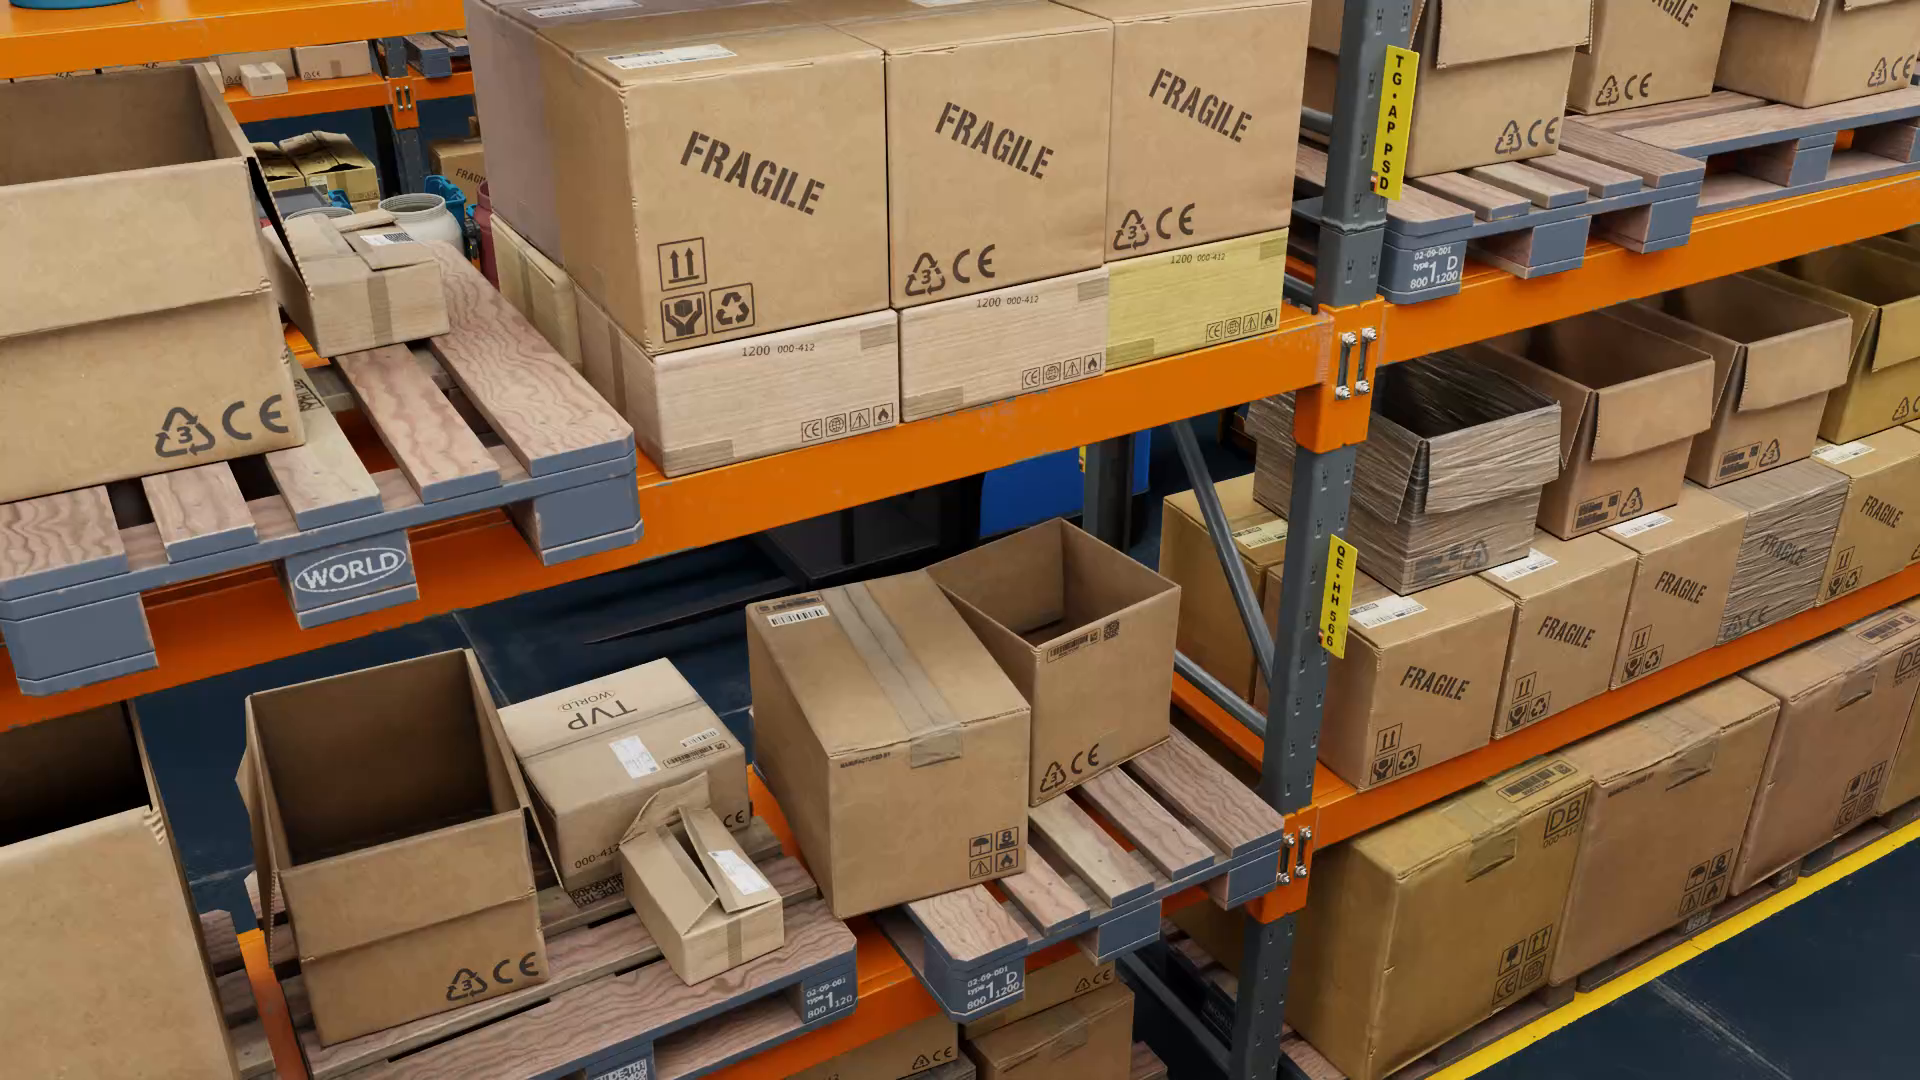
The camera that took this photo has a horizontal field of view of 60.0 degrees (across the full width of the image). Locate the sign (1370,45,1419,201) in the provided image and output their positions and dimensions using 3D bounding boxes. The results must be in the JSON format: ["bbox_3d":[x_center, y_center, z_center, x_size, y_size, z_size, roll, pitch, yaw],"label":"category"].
[{"bbox_3d":[0.955,-0.918,3.670,0.005,0.325,0.100,-16,33,-26],"label":"sign"}]

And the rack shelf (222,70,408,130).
[{"bbox_3d":[-6.058,-2.928,11.696,4.000,0.370,1.077,-16,33,-26],"label":"rack shelf"}]

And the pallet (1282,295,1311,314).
[{"bbox_3d":[2.236,-1.623,11.472,1.213,0.211,1.003,-16,33,-26],"label":"pallet"}]

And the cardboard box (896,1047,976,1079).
[{"bbox_3d":[-0.358,1.610,4.860,0.500,0.500,0.700,-19,34,-30],"label":"cardboard box"}]

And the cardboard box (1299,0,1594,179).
[{"bbox_3d":[1.171,-1.327,4.404,0.637,0.503,0.797,-14,32,-23],"label":"cardboard box"}]

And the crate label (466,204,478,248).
[{"bbox_3d":[-2.381,-1.648,8.806,0.416,0.233,0.303,-16,33,-26],"label":"crate label"}]

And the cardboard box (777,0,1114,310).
[{"bbox_3d":[-0.039,-0.830,3.424,0.500,0.500,0.500,-16,33,-26],"label":"cardboard box"}]

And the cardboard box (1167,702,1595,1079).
[{"bbox_3d":[1.287,0.981,5.633,0.875,0.875,1.225,-17,33,-29],"label":"cardboard box"}]

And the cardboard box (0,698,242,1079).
[{"bbox_3d":[-2.011,0.791,3.156,1.000,1.000,1.000,-16,33,-26],"label":"cardboard box"}]

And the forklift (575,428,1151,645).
[{"bbox_3d":[-0.545,-1.130,7.765,3.031,2.935,1.130,-16,33,-26],"label":"forklift"}]

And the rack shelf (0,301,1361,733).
[{"bbox_3d":[-1.043,-0.114,3.492,4.000,0.370,1.077,-16,33,-26],"label":"rack shelf"}]

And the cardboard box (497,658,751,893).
[{"bbox_3d":[-0.880,0.591,4.295,0.500,0.250,0.500,-17,33,-28],"label":"cardboard box"}]

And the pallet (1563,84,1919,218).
[{"bbox_3d":[2.173,-1.291,5.075,1.213,0.211,1.003,-14,32,-24],"label":"pallet"}]

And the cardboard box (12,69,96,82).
[{"bbox_3d":[-6.226,-3.230,11.395,0.500,0.500,0.500,-16,33,-26],"label":"cardboard box"}]

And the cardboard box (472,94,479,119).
[{"bbox_3d":[-3.600,-3.502,13.346,0.500,0.250,0.500,-15,32,-24],"label":"cardboard box"}]

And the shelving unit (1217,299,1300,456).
[{"bbox_3d":[1.257,-1.010,9.027,1.083,1.500,0.587,-16,33,-26],"label":"shelving unit"}]

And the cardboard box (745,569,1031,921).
[{"bbox_3d":[-0.194,0.494,4.212,0.500,0.500,0.700,-11,31,-19],"label":"cardboard box"}]

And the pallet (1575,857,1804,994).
[{"bbox_3d":[2.450,1.157,6.434,1.213,0.211,1.003,-16,33,-26],"label":"pallet"}]

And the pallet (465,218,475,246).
[{"bbox_3d":[-3.671,-2.679,13.386,1.213,0.211,1.003,-16,33,-26],"label":"pallet"}]

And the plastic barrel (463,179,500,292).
[{"bbox_3d":[-2.074,-1.488,8.202,0.708,0.536,0.600,-16,33,-26],"label":"plastic barrel"}]

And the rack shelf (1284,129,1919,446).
[{"bbox_3d":[2.406,-1.093,5.266,4.000,0.370,1.077,-16,33,-26],"label":"rack shelf"}]

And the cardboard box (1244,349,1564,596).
[{"bbox_3d":[1.320,-0.260,4.976,0.637,0.503,0.797,-15,32,-25],"label":"cardboard box"}]

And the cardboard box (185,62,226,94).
[{"bbox_3d":[-5.405,-3.287,11.862,0.250,0.149,0.380,-13,32,-23],"label":"cardboard box"}]

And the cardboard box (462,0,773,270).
[{"bbox_3d":[-0.723,-0.925,3.596,0.500,0.500,0.500,-17,33,-28],"label":"cardboard box"}]

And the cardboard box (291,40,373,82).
[{"bbox_3d":[-4.669,-3.623,12.303,0.500,0.311,0.500,-14,32,-23],"label":"cardboard box"}]

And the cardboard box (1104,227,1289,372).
[{"bbox_3d":[0.396,-0.634,3.846,0.500,0.250,0.500,-16,33,-26],"label":"cardboard box"}]

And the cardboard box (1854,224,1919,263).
[{"bbox_3d":[3.584,-0.908,6.148,0.637,0.503,0.797,-17,33,-28],"label":"cardboard box"}]

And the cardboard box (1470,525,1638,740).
[{"bbox_3d":[1.682,0.218,5.147,0.500,0.500,0.500,-17,33,-28],"label":"cardboard box"}]

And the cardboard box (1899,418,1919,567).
[{"bbox_3d":[3.435,-0.282,6.052,0.500,0.500,0.500,-15,32,-25],"label":"cardboard box"}]

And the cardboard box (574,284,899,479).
[{"bbox_3d":[-0.459,-0.385,3.395,0.500,0.250,0.500,-15,32,-25],"label":"cardboard box"}]

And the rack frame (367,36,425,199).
[{"bbox_3d":[-4.334,-3.733,12.410,0.127,3.000,1.000,-16,33,-26],"label":"rack frame"}]

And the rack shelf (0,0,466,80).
[{"bbox_3d":[-3.552,-2.177,7.231,4.000,0.370,1.077,-16,33,-26],"label":"rack shelf"}]

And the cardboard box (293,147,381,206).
[{"bbox_3d":[-4.661,-2.728,12.419,0.500,0.311,0.500,-15,32,-25],"label":"cardboard box"}]

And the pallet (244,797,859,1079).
[{"bbox_3d":[-1.004,0.980,4.068,1.213,0.211,1.003,-16,33,-26],"label":"pallet"}]

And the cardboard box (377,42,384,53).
[{"bbox_3d":[-6.146,-5.164,16.792,0.750,0.750,0.750,-16,33,-27],"label":"cardboard box"}]

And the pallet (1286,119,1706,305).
[{"bbox_3d":[1.210,-1.016,4.577,1.003,0.211,1.213,-14,32,-24],"label":"pallet"}]

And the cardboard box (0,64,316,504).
[{"bbox_3d":[-1.500,-0.473,2.857,0.637,0.503,0.797,-14,32,-24],"label":"cardboard box"}]

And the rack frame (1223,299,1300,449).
[{"bbox_3d":[1.689,-1.130,9.246,0.032,1.500,0.500,-16,33,-26],"label":"rack frame"}]

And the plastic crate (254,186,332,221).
[{"bbox_3d":[-3.376,-1.428,8.168,0.583,0.464,0.402,-16,33,-26],"label":"plastic crate"}]

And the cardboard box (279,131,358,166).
[{"bbox_3d":[-4.934,-2.953,12.826,0.500,0.311,0.500,-15,32,-25],"label":"cardboard box"}]

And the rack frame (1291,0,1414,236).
[{"bbox_3d":[0.682,-2.232,3.481,0.127,3.000,1.000,-16,33,-26],"label":"rack frame"}]

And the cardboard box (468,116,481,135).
[{"bbox_3d":[-3.646,-3.158,13.499,0.500,0.500,0.500,-15,32,-24],"label":"cardboard box"}]

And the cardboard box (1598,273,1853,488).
[{"bbox_3d":[2.458,-0.586,5.565,0.637,0.503,0.797,-15,32,-25],"label":"cardboard box"}]

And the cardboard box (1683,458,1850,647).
[{"bbox_3d":[2.554,-0.030,5.597,0.500,0.500,0.500,-16,33,-26],"label":"cardboard box"}]

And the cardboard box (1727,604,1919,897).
[{"bbox_3d":[2.819,0.546,6.420,0.875,0.875,1.225,-17,33,-28],"label":"cardboard box"}]

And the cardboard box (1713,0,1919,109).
[{"bbox_3d":[2.432,-1.657,5.001,0.637,0.503,0.797,-16,33,-27],"label":"cardboard box"}]

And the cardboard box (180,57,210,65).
[{"bbox_3d":[-7.441,-4.696,16.286,0.500,0.500,0.700,-15,32,-26],"label":"cardboard box"}]

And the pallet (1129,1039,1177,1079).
[{"bbox_3d":[0.007,1.806,5.258,1.213,0.211,1.003,-16,33,-26],"label":"pallet"}]

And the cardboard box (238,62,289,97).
[{"bbox_3d":[-4.969,-3.288,11.863,0.250,0.149,0.380,-16,33,-26],"label":"cardboard box"}]

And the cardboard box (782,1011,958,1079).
[{"bbox_3d":[-0.333,1.279,4.684,0.500,0.250,0.500,-12,31,-21],"label":"cardboard box"}]

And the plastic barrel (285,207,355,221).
[{"bbox_3d":[-2.969,-1.274,7.838,0.421,0.512,0.421,0,29,0],"label":"plastic barrel"}]
